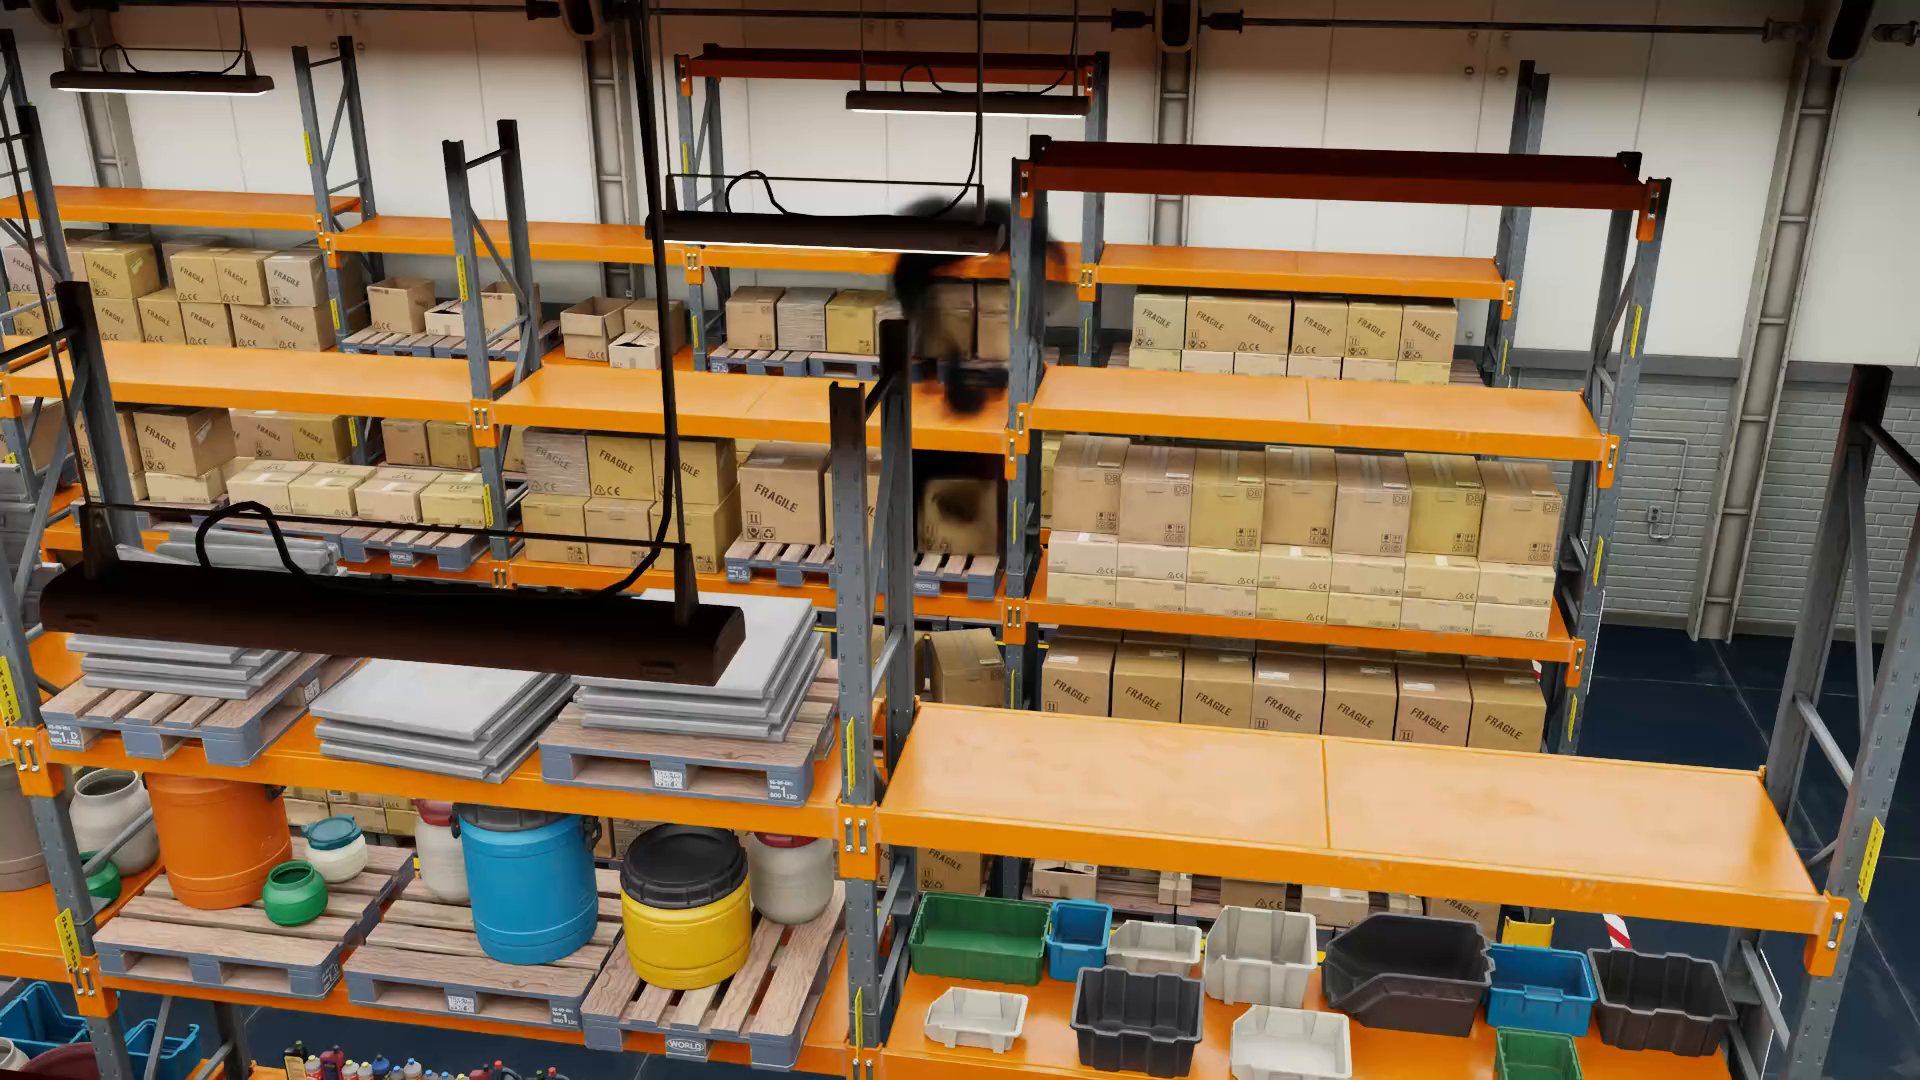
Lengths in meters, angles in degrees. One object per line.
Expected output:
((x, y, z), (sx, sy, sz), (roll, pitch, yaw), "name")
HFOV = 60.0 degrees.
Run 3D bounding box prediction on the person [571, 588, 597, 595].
((-3.506, 1.102, 15.678), (0.561, 1.617, 0.575), (2, 23, 4), "person")
